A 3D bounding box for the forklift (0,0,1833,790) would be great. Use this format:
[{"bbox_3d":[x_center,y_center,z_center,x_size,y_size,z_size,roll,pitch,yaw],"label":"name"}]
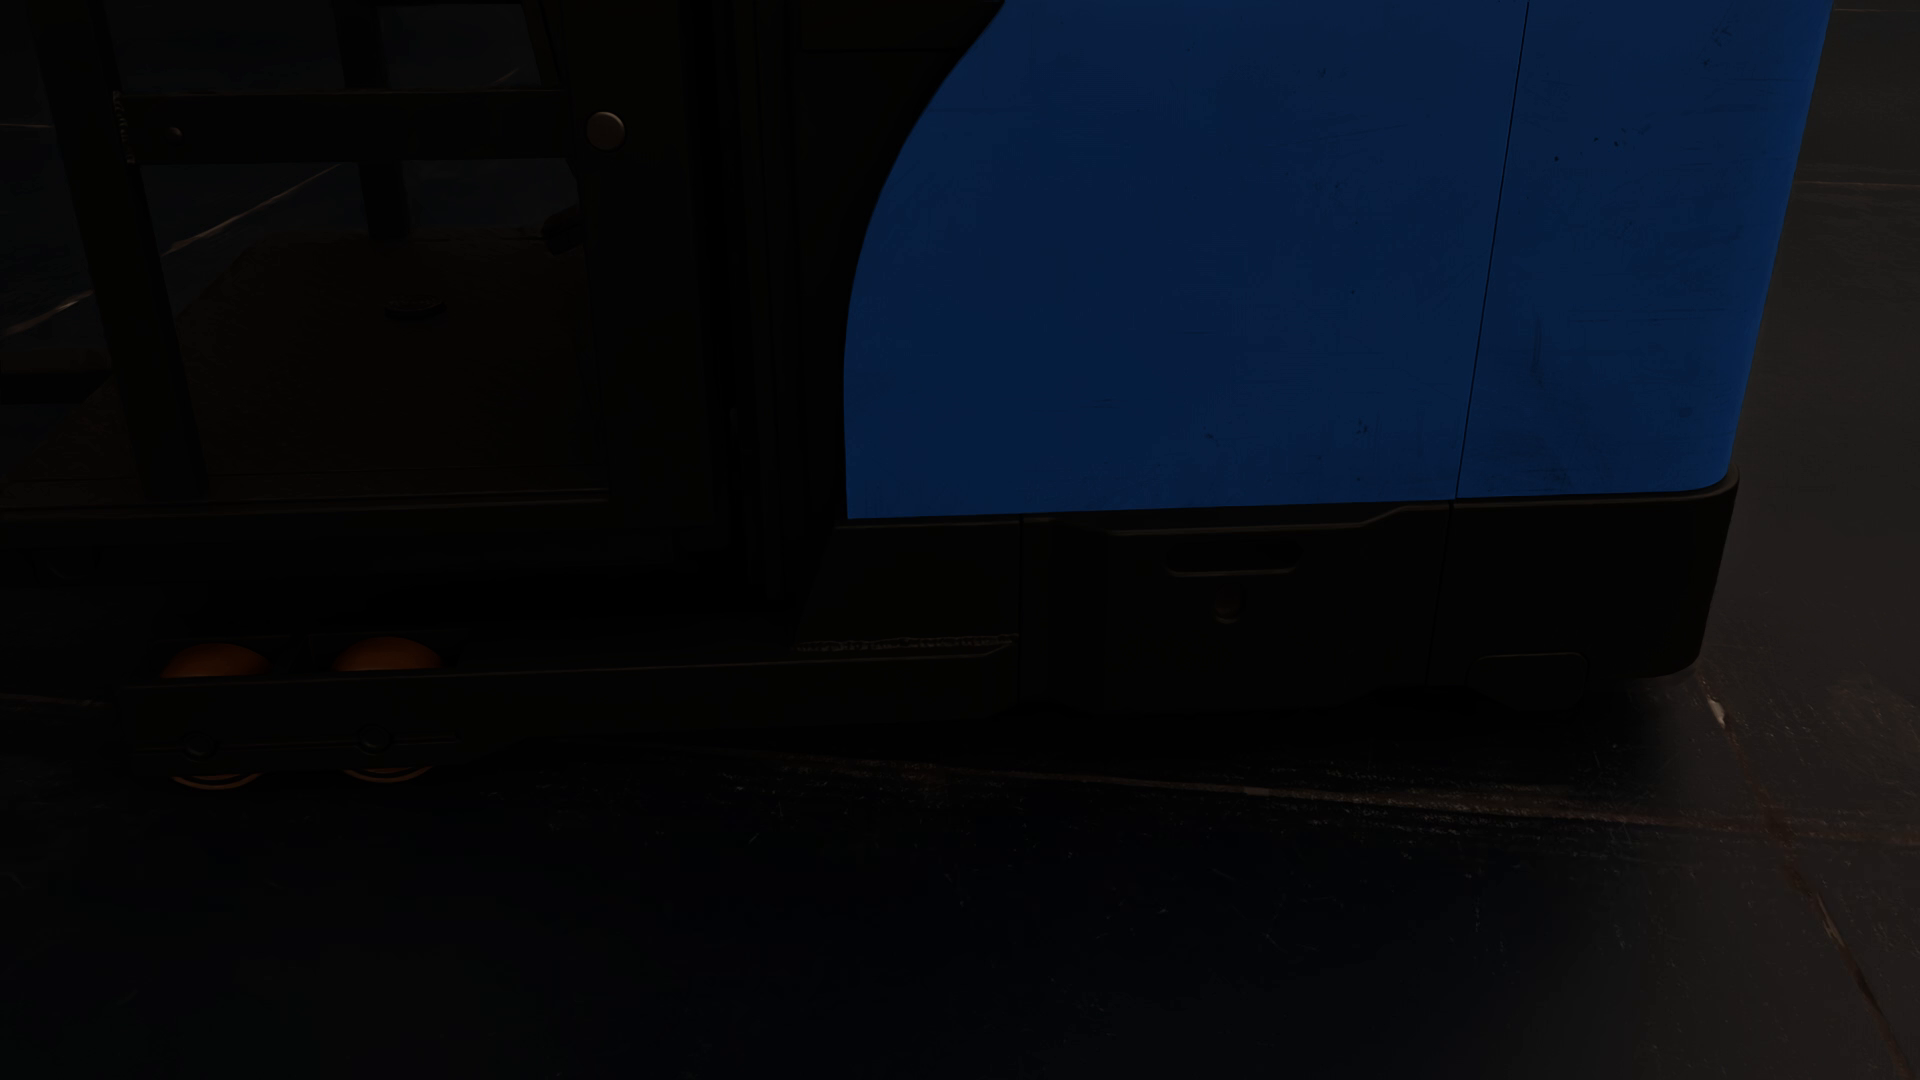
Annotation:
[{"bbox_3d":[-0.615,-1.268,1.758,3.031,2.935,1.130,-2,27,-4],"label":"forklift"}]
